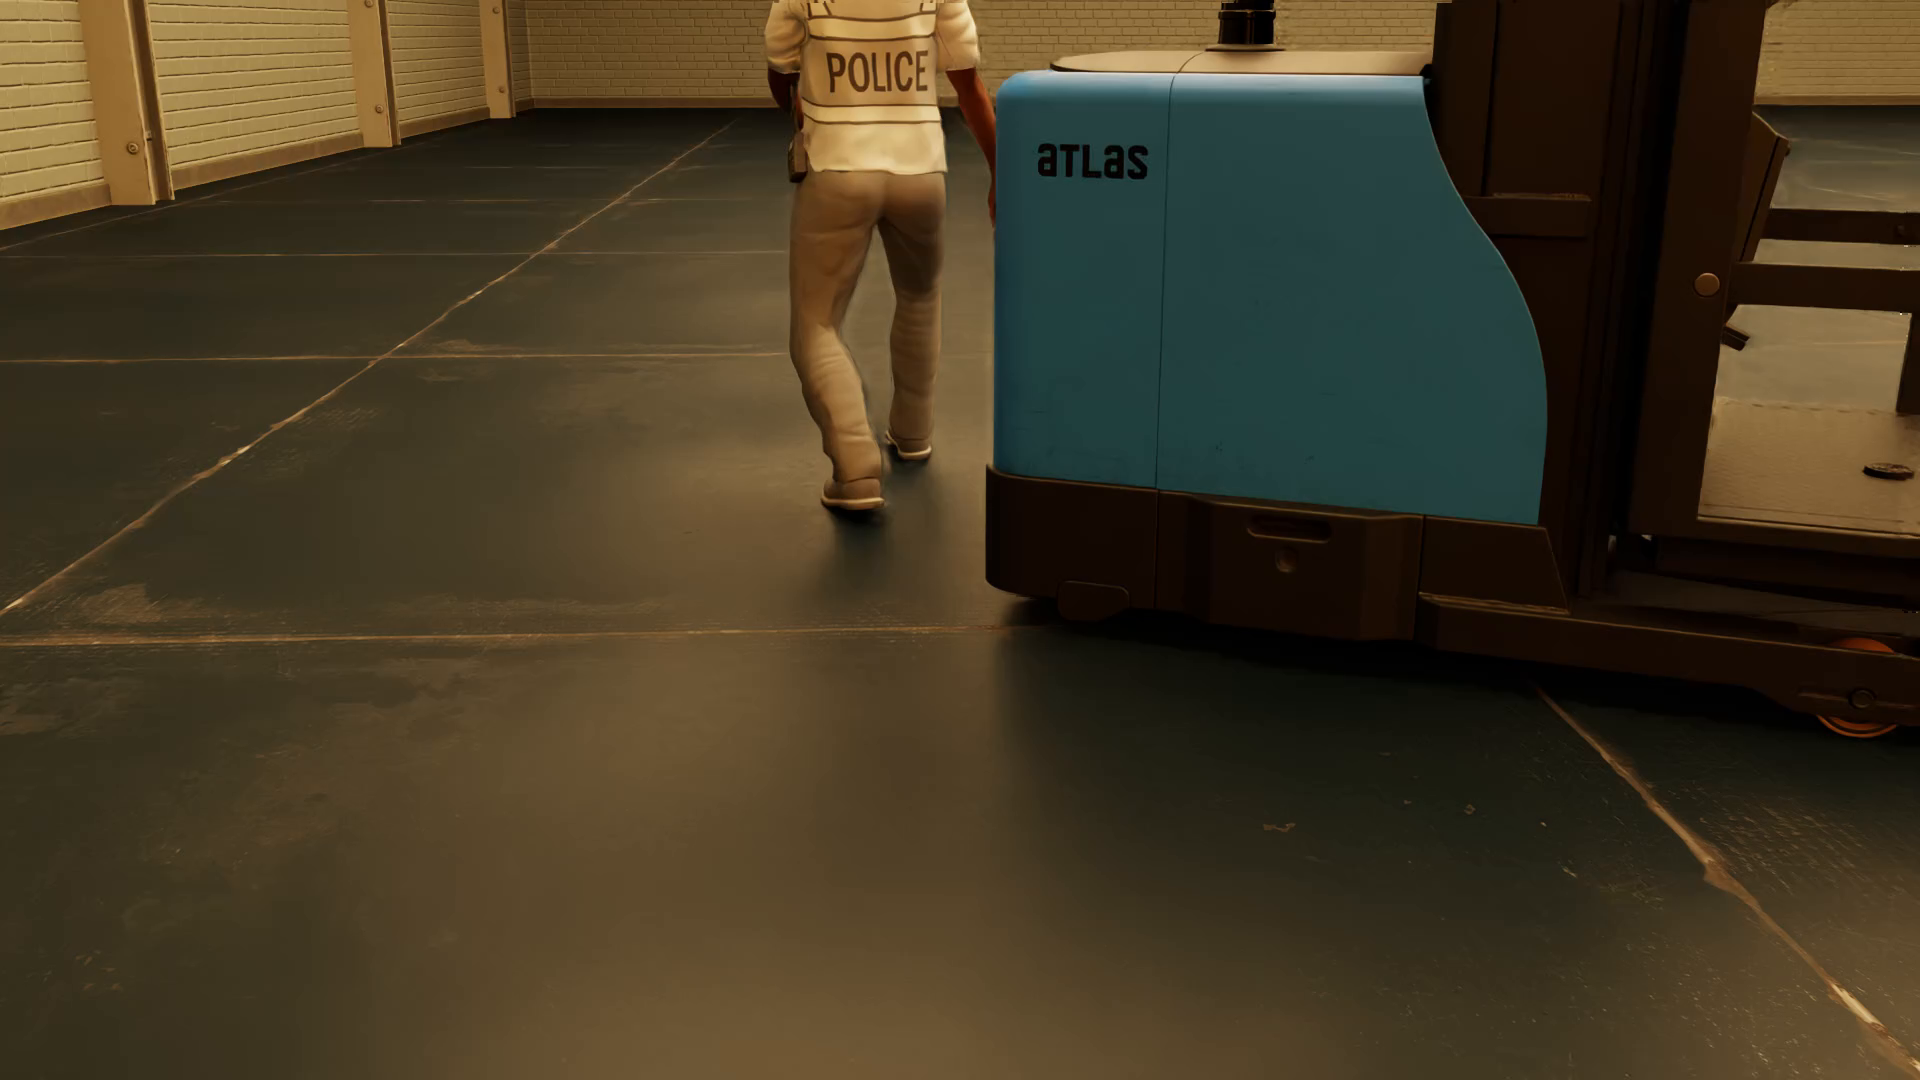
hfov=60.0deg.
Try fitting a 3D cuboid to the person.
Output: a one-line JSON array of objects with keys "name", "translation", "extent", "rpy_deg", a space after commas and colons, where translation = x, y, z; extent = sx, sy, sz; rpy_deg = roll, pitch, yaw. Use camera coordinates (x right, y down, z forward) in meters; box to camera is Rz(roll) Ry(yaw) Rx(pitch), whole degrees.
[{"name": "person", "translation": [-0.178, -0.924, 4.246], "extent": [0.623, 1.575, 0.803], "rpy_deg": [-7, 18, -22]}]

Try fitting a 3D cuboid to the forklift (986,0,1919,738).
[{"name": "forklift", "translation": [1.624, -1.222, 2.901], "extent": [3.031, 2.935, 1.130], "rpy_deg": [6, 18, 20]}]
